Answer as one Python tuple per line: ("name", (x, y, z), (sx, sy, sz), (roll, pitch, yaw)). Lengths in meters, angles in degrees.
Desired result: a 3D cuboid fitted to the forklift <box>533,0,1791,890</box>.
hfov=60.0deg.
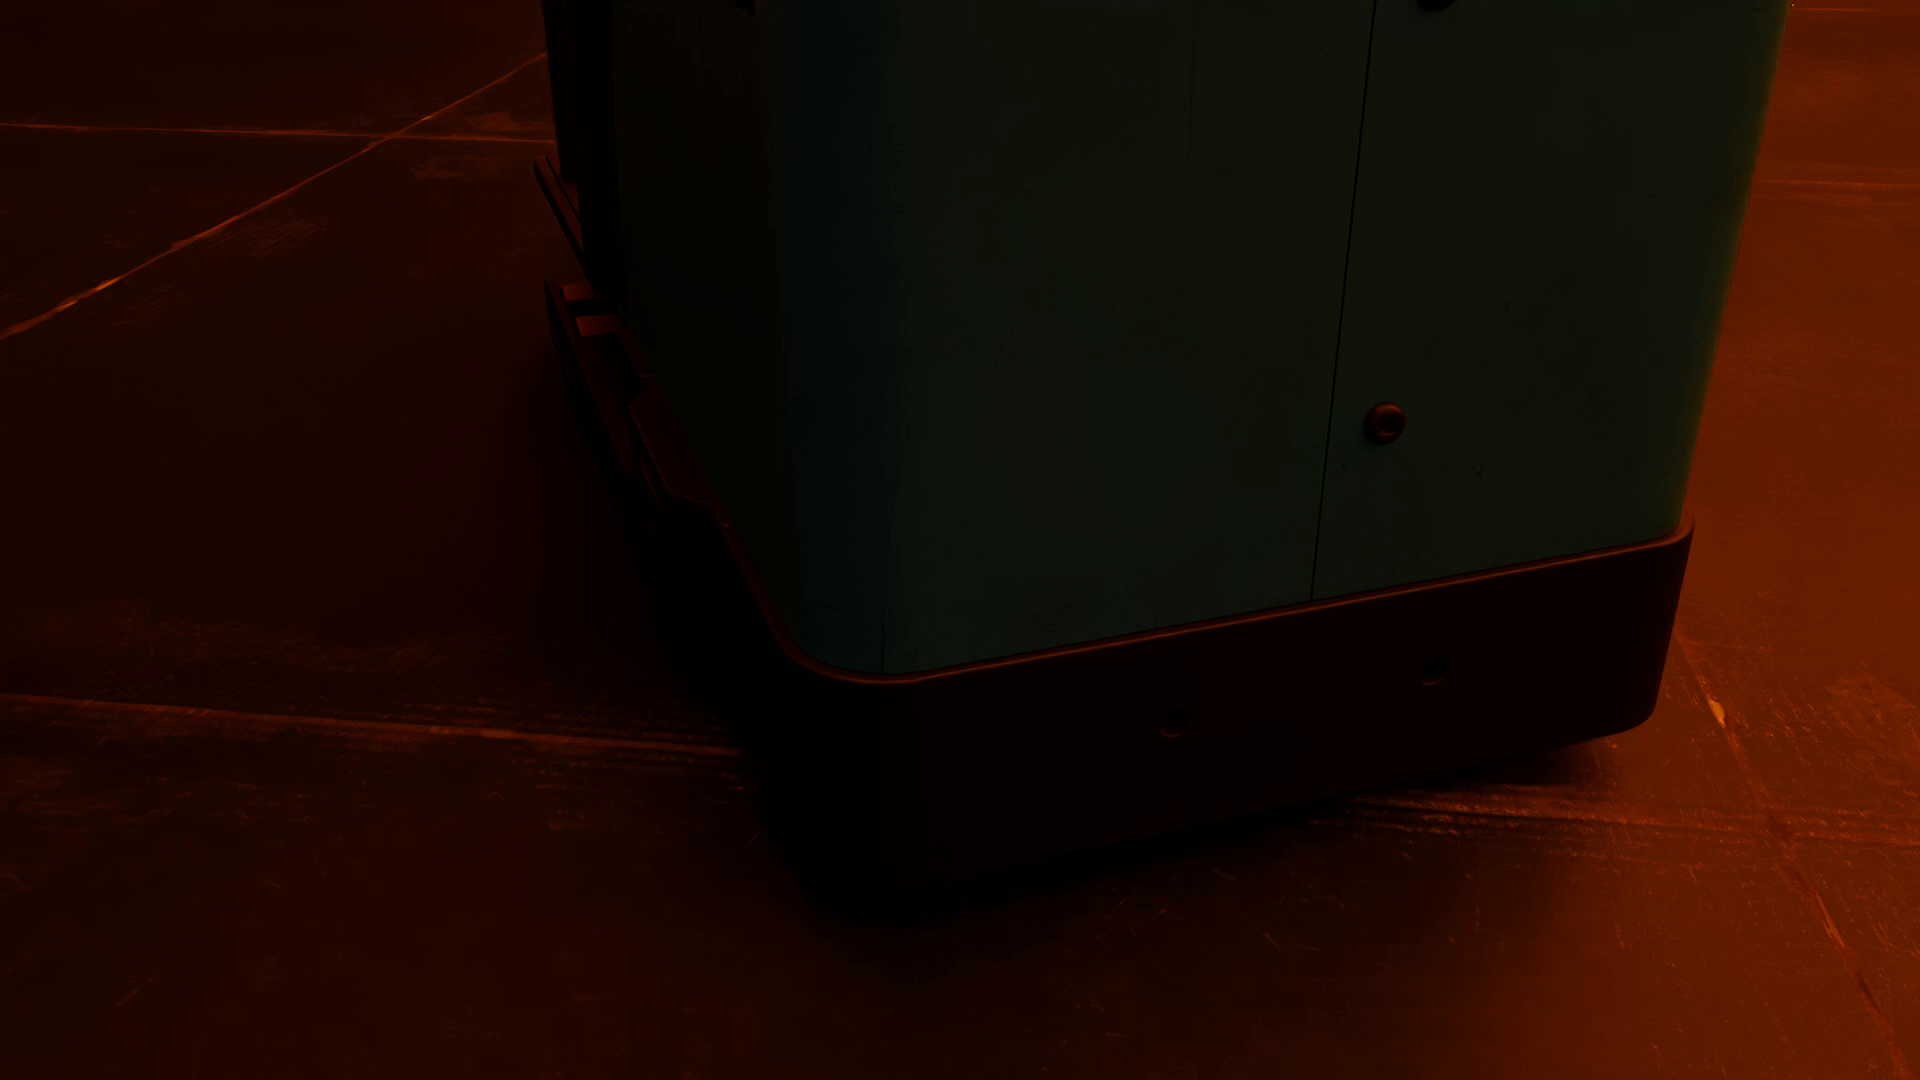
("forklift", (-0.144, -1.603, 2.429), (1.130, 2.935, 3.031), (-9, 28, -17))
